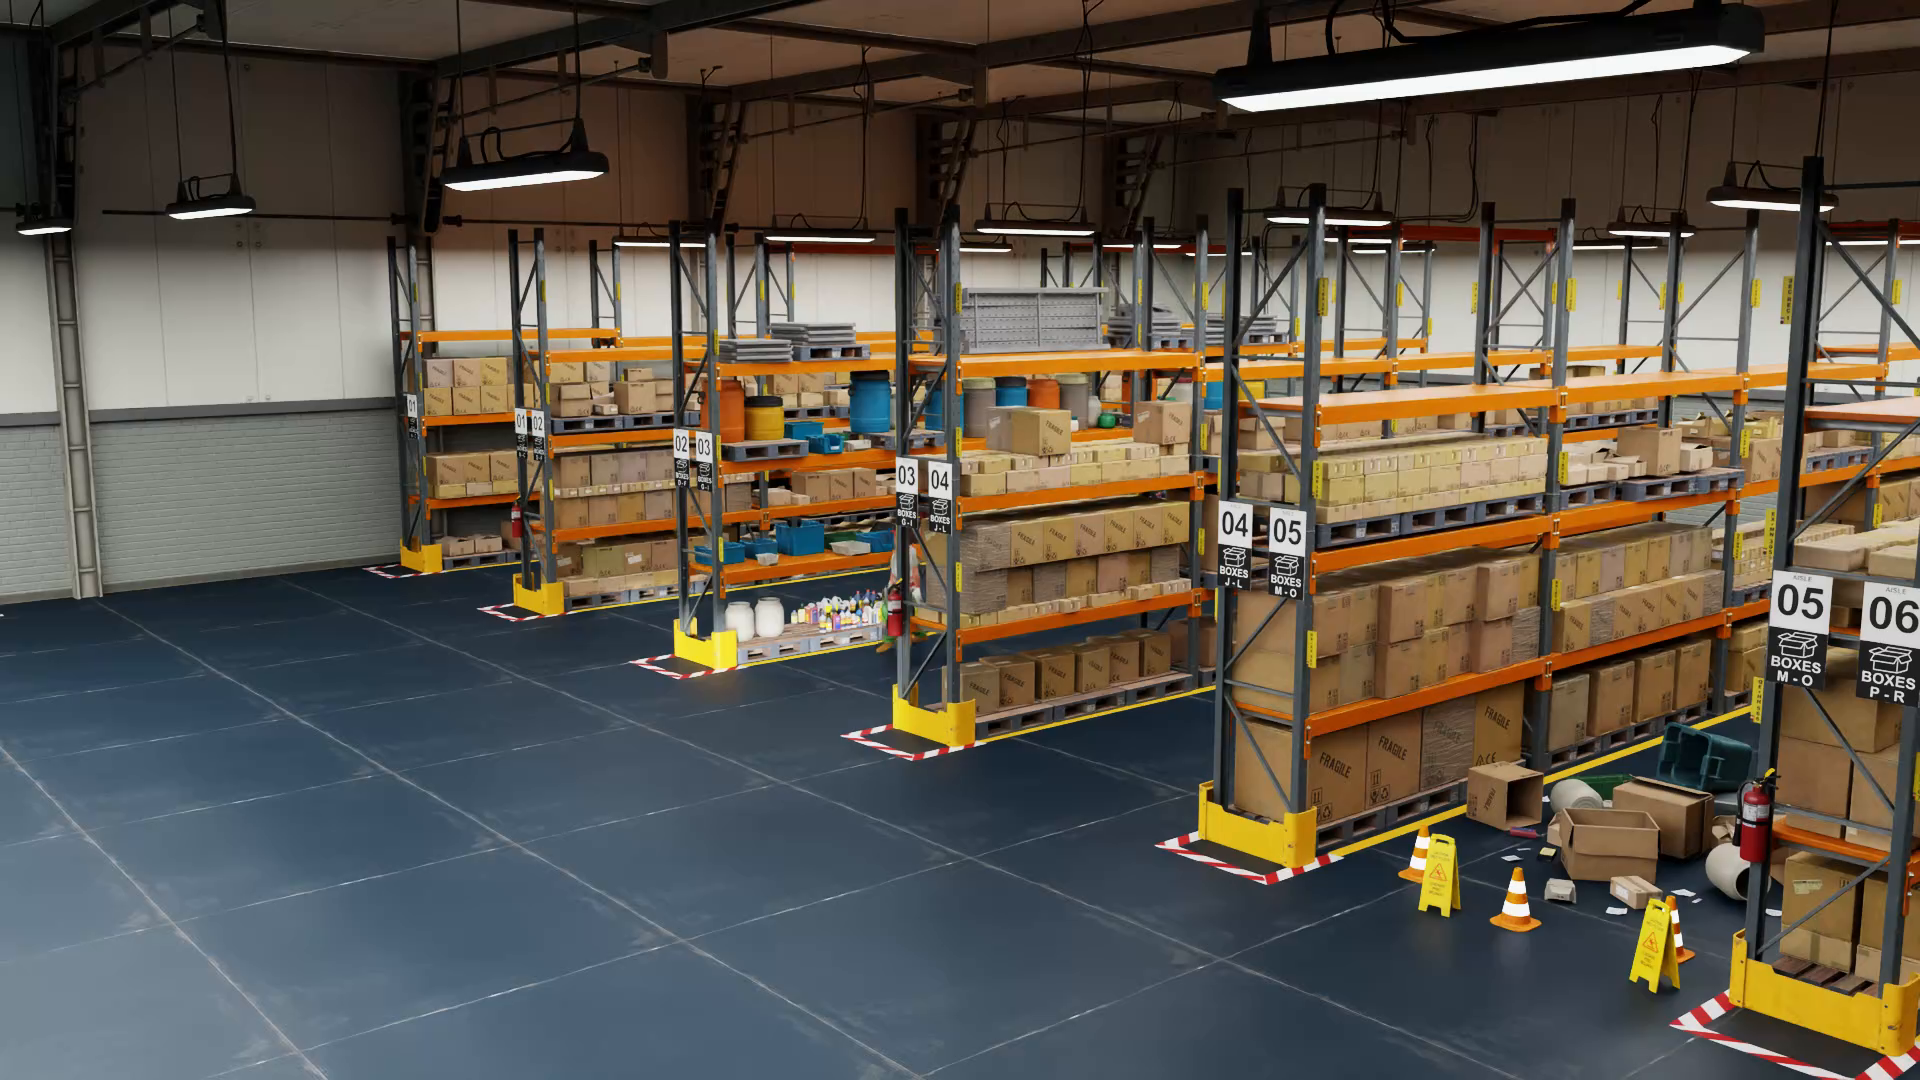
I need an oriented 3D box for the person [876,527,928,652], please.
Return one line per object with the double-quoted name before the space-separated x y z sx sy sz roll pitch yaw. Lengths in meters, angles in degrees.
"person" -0.802 0.627 22.581 0.813 1.692 0.577 -3 9 -18
